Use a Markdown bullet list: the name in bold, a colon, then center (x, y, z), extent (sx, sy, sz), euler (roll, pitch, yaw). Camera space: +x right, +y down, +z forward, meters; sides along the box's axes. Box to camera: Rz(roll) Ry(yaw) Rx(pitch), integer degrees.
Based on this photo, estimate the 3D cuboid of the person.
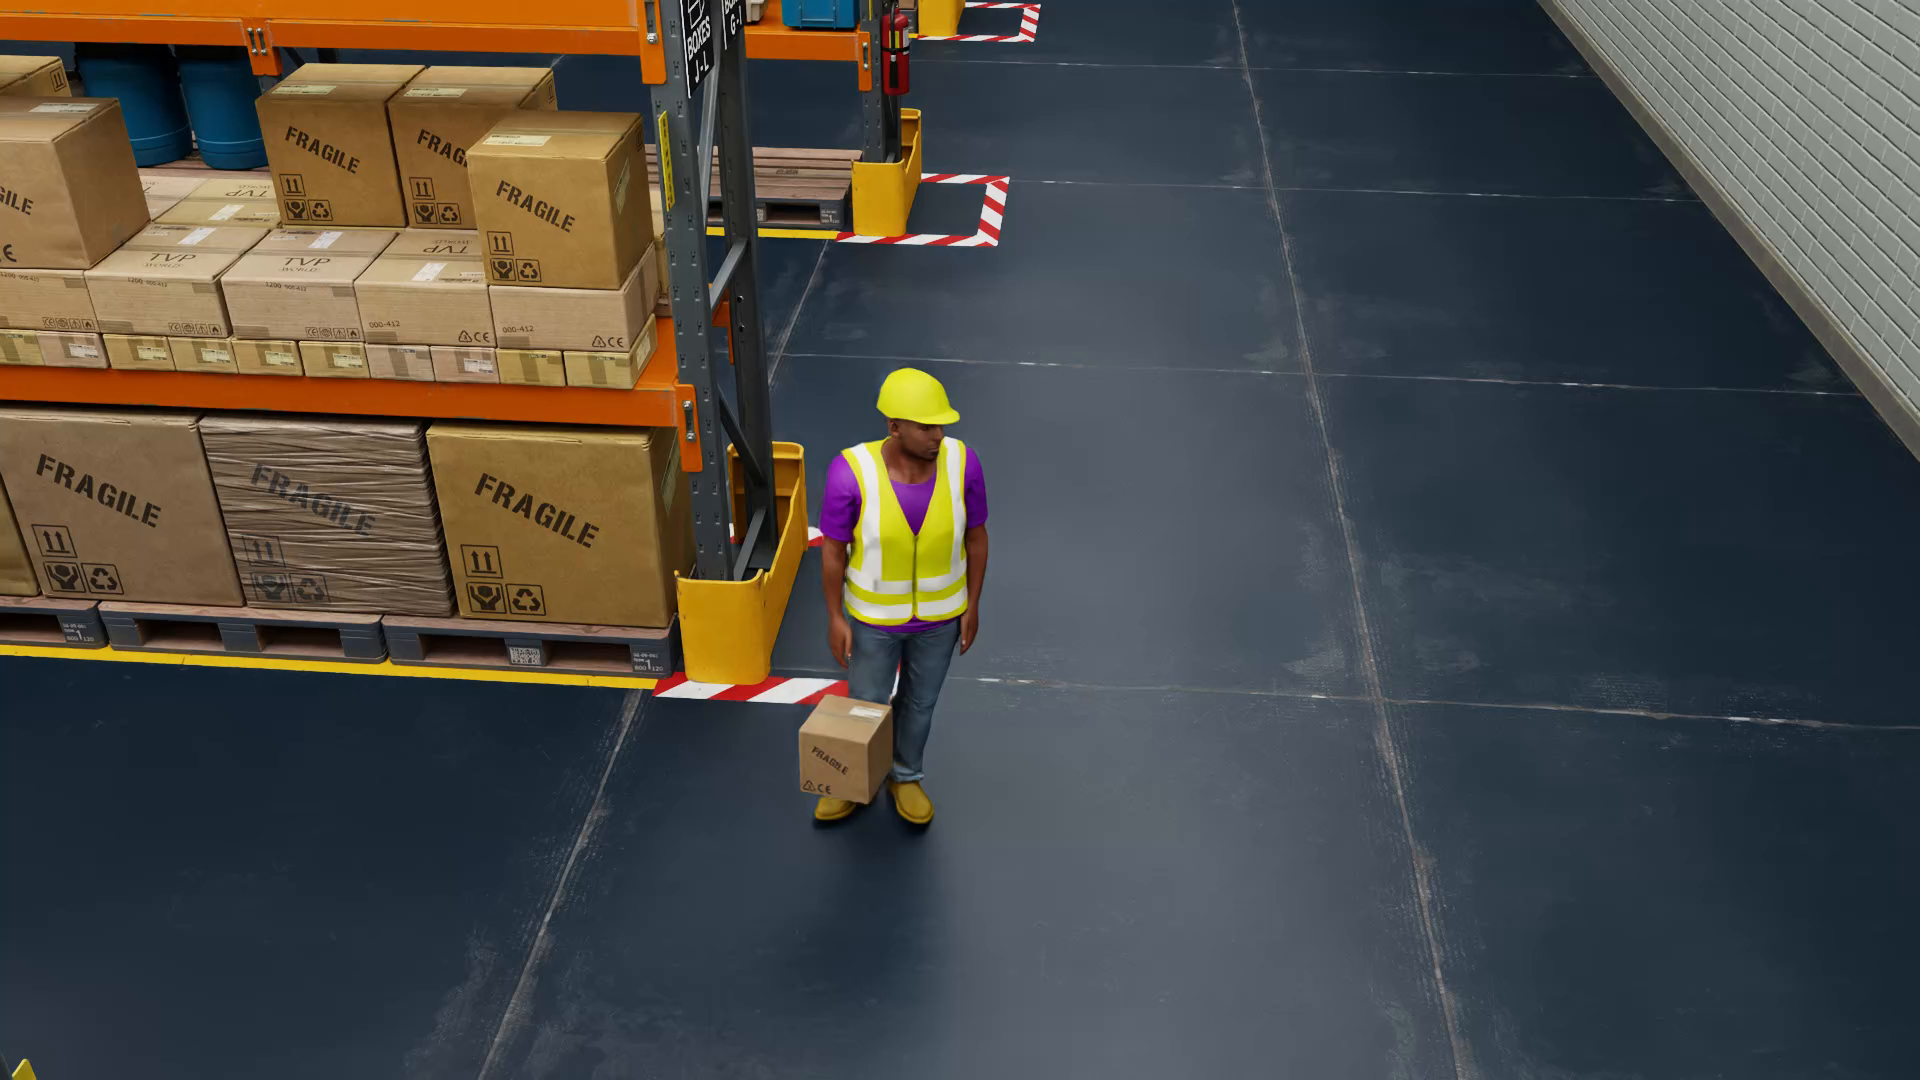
- **person**: center (-0.219, 0.228, 5.725), extent (0.653, 1.767, 0.346), euler (-7, 32, -11)
